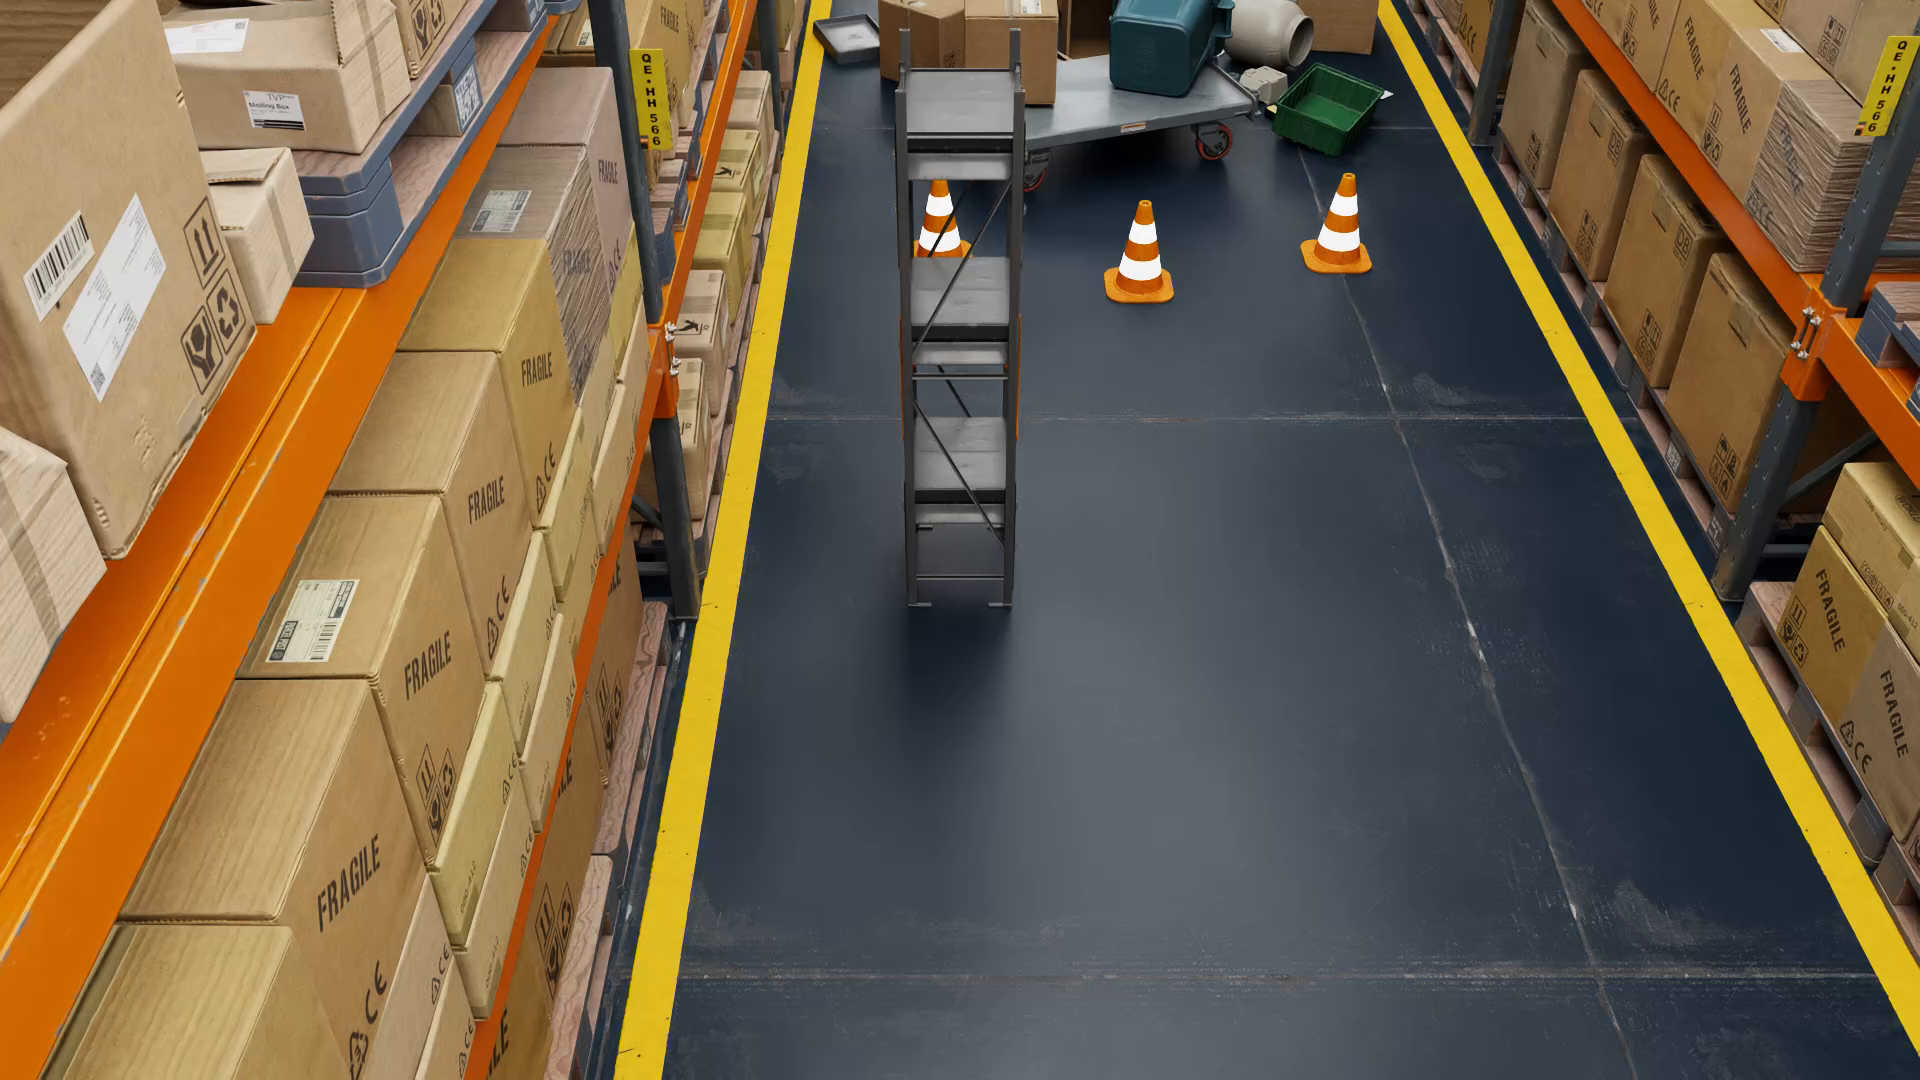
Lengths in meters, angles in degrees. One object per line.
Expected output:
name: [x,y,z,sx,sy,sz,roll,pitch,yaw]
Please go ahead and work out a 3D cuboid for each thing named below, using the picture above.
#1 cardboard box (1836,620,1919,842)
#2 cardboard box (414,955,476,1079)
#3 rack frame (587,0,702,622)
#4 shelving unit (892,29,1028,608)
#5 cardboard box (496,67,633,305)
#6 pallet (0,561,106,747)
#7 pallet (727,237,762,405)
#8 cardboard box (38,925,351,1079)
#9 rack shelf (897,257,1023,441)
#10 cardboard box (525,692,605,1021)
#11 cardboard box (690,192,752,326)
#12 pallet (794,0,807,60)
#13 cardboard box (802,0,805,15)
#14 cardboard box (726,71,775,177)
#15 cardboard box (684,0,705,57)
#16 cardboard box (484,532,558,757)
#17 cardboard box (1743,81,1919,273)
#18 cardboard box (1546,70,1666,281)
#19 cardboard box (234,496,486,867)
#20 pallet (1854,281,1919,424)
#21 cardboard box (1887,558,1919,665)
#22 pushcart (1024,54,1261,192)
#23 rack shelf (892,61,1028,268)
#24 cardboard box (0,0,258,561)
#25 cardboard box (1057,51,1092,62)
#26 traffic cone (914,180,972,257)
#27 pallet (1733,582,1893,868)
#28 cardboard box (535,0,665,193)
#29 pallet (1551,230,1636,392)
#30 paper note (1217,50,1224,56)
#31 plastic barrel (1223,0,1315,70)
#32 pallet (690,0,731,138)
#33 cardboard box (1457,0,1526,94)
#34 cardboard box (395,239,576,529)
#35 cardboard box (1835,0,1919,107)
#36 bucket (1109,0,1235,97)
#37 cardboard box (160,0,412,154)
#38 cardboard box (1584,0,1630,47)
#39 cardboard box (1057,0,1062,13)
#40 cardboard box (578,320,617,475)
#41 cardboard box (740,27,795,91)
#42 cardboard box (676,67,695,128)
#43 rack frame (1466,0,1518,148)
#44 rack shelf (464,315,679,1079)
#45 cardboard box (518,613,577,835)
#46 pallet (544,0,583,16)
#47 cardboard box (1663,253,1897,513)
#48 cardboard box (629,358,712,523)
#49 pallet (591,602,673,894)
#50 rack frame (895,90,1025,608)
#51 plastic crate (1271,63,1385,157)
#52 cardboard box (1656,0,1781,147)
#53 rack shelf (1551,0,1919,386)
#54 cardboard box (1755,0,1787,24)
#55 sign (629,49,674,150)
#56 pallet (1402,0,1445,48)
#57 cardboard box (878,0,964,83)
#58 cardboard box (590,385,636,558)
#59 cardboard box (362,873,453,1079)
cardboard box: [3.197,0.604,5.260,0.500,0.500,0.500,0,39,0]
cardboard box: [-1.236,1.064,3.144,0.500,0.250,0.500,-1,39,-1]
rack frame: [-1.502,-0.897,5.471,1.000,3.000,0.127,0,39,0]
shelving unit: [0.000,-0.716,5.964,0.431,2.100,0.503,0,39,0]
cardboard box: [-1.240,-1.003,4.724,0.500,0.500,0.500,-1,39,-1]
pallet: [-1.548,-0.065,2.187,0.805,0.209,1.217,-1,39,-2]
pallet: [-1.500,-1.059,7.902,1.003,0.211,1.213,0,39,0]
cardboard box: [-1.211,0.900,2.349,0.500,0.500,0.500,0,39,0]
rack shelf: [0.000,-0.705,5.973,0.431,0.518,0.480,0,39,0]
cardboard box: [-1.588,0.758,4.769,0.875,0.875,0.875,0,39,1]
cardboard box: [-1.497,-1.325,7.770,0.950,0.372,0.625,1,39,1]
pallet: [-1.547,-3.495,10.943,1.003,0.211,1.213,0,39,0]
cardboard box: [-1.253,-3.524,10.612,0.500,0.250,0.500,-1,39,-1]
cardboard box: [-1.504,-2.209,8.874,0.950,0.372,0.625,0,39,1]
cardboard box: [-1.286,-2.156,6.388,0.500,0.500,0.500,1,39,1]
cardboard box: [-1.222,0.234,3.779,0.500,0.250,0.500,-1,39,-1]
cardboard box: [3.178,-1.285,5.874,0.500,0.500,0.500,0,39,0]
cardboard box: [3.531,-1.760,8.011,1.050,0.750,0.750,0,39,0]
cardboard box: [-1.237,0.268,3.138,0.500,0.500,0.500,-1,39,-1]
pallet: [3.555,-0.444,5.058,1.213,0.211,1.003,0,39,0]
cardboard box: [3.207,0.303,5.036,0.500,0.250,0.500,0,39,-1]
pushcart: [0.773,-2.408,9.454,1.648,0.377,0.936,-13,40,-16]
rack shelf: [0.000,-1.251,5.535,0.431,0.518,0.480,0,39,0]
cardboard box: [-1.209,-0.321,1.937,0.500,0.500,0.500,-1,39,-1]
cardboard box: [0.638,-2.843,10.085,0.258,0.266,0.396,-28,46,-30]
traffic cone: [-0.106,-1.634,8.419,0.336,0.463,0.334,0,39,0]
pallet: [3.447,0.613,5.817,1.003,0.211,1.213,0,39,0]
cardboard box: [-1.271,-1.498,5.567,0.500,0.500,0.500,-1,39,-1]
pallet: [3.523,-1.130,7.991,1.003,0.211,1.213,0,39,0]
paper note: [1.611,-3.152,10.665,0.172,0.023,0.155,13,40,15]
plastic barrel: [1.908,-3.168,10.365,0.512,0.421,0.421,28,46,30]
pallet: [-1.546,-2.060,7.076,1.003,0.211,1.213,0,39,0]
cardboard box: [3.512,-3.194,9.700,0.875,0.875,0.875,1,39,1]
cardboard box: [-1.237,-0.372,3.936,0.500,0.500,0.500,0,39,0]
cardboard box: [3.457,-1.674,5.561,0.700,0.500,0.500,0,39,0]
bucket: [1.137,-2.865,9.328,0.726,0.611,0.620,13,50,15]
cardboard box: [-1.150,-0.821,2.748,0.396,0.266,0.258,3,39,4]
cardboard box: [3.174,-2.547,7.450,0.500,0.500,0.500,0,39,0]
cardboard box: [1.022,-3.829,11.126,0.797,0.503,0.637,-28,46,-30]
cardboard box: [-1.243,-0.411,4.584,0.500,0.250,0.500,-1,39,-1]
cardboard box: [-1.238,-2.859,9.782,0.500,0.250,0.500,-2,39,-2]
cardboard box: [-1.217,-1.687,6.321,0.380,0.149,0.250,0,39,0]
rack frame: [3.443,-3.465,8.676,1.000,3.000,0.127,0,39,0]
rack shelf: [-1.500,0.634,4.135,1.077,0.370,4.000,0,39,0]
cardboard box: [-1.212,0.431,3.934,0.500,0.250,0.500,-1,39,-1]
pallet: [-1.449,-1.592,4.090,1.213,0.211,1.003,2,39,2]
cardboard box: [3.537,-0.631,6.602,1.050,0.750,0.750,-1,39,-1]
cardboard box: [-1.493,-0.389,6.602,0.950,0.372,0.625,-2,39,-3]
pallet: [-1.577,0.684,5.728,1.003,0.211,1.213,0,39,0]
rack frame: [0.000,-0.563,5.774,0.400,2.100,0.015,0,39,0]
plastic crate: [2.133,-2.498,9.672,0.450,0.188,0.662,27,45,16]
cardboard box: [3.179,-1.909,6.654,0.500,0.500,0.500,-1,39,-1]
rack shelf: [3.445,-1.934,7.340,1.077,0.370,4.000,0,39,0]
cardboard box: [3.452,-2.311,6.356,0.700,0.500,0.500,-1,39,-1]
sign: [-0.947,-1.352,5.112,0.100,0.325,0.005,0,39,0]
pallet: [3.516,-3.618,11.096,1.003,0.211,1.213,0,39,0]
cardboard box: [-0.148,-3.095,10.211,0.500,0.500,0.500,28,46,30]
cardboard box: [-1.226,-0.203,4.725,0.500,0.250,0.500,1,39,1]
cardboard box: [-1.245,0.866,2.991,0.500,0.250,0.500,1,39,1]
